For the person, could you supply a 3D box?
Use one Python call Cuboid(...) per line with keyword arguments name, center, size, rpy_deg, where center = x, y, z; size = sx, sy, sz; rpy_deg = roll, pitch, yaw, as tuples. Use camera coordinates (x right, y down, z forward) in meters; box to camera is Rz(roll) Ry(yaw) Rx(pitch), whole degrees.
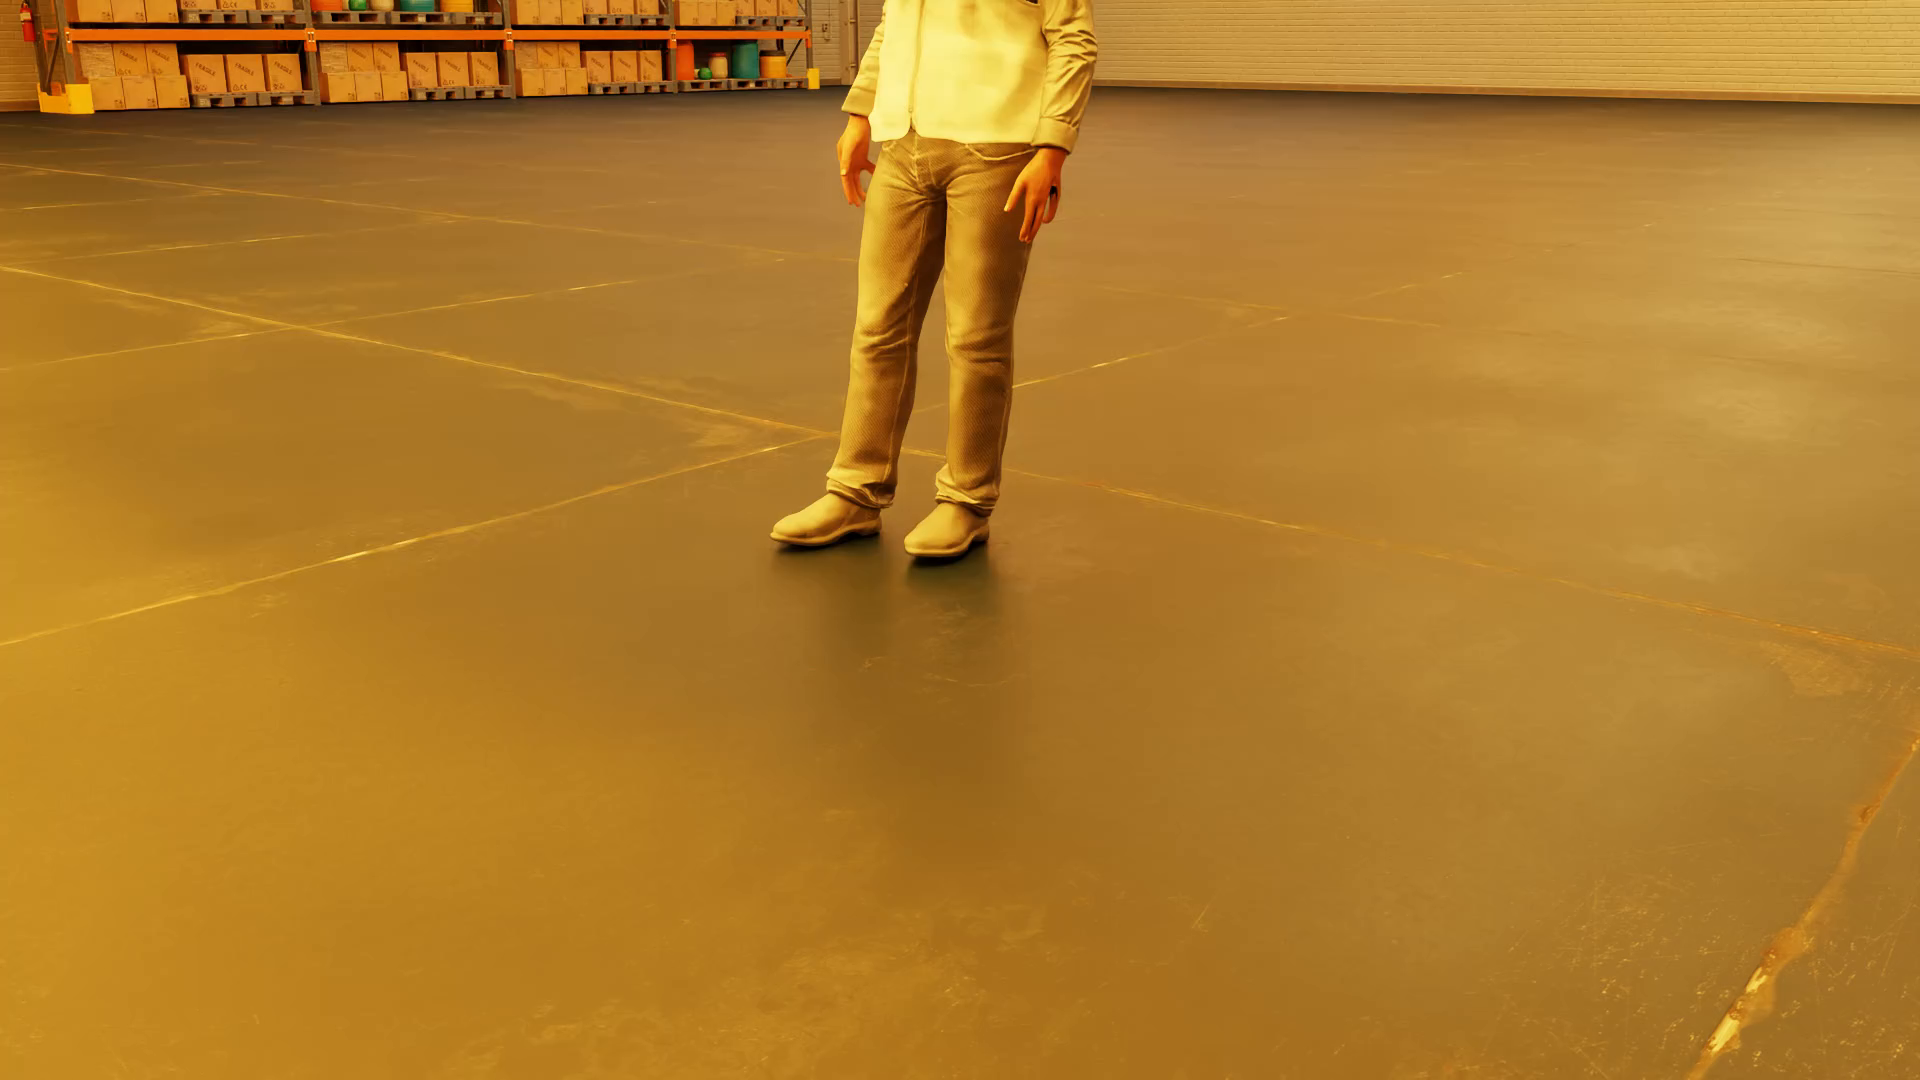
Cuboid(name="person", center=(-0.046, -0.844, 3.642), size=(0.632, 1.773, 0.568), rpy_deg=(13, 21, 37))
